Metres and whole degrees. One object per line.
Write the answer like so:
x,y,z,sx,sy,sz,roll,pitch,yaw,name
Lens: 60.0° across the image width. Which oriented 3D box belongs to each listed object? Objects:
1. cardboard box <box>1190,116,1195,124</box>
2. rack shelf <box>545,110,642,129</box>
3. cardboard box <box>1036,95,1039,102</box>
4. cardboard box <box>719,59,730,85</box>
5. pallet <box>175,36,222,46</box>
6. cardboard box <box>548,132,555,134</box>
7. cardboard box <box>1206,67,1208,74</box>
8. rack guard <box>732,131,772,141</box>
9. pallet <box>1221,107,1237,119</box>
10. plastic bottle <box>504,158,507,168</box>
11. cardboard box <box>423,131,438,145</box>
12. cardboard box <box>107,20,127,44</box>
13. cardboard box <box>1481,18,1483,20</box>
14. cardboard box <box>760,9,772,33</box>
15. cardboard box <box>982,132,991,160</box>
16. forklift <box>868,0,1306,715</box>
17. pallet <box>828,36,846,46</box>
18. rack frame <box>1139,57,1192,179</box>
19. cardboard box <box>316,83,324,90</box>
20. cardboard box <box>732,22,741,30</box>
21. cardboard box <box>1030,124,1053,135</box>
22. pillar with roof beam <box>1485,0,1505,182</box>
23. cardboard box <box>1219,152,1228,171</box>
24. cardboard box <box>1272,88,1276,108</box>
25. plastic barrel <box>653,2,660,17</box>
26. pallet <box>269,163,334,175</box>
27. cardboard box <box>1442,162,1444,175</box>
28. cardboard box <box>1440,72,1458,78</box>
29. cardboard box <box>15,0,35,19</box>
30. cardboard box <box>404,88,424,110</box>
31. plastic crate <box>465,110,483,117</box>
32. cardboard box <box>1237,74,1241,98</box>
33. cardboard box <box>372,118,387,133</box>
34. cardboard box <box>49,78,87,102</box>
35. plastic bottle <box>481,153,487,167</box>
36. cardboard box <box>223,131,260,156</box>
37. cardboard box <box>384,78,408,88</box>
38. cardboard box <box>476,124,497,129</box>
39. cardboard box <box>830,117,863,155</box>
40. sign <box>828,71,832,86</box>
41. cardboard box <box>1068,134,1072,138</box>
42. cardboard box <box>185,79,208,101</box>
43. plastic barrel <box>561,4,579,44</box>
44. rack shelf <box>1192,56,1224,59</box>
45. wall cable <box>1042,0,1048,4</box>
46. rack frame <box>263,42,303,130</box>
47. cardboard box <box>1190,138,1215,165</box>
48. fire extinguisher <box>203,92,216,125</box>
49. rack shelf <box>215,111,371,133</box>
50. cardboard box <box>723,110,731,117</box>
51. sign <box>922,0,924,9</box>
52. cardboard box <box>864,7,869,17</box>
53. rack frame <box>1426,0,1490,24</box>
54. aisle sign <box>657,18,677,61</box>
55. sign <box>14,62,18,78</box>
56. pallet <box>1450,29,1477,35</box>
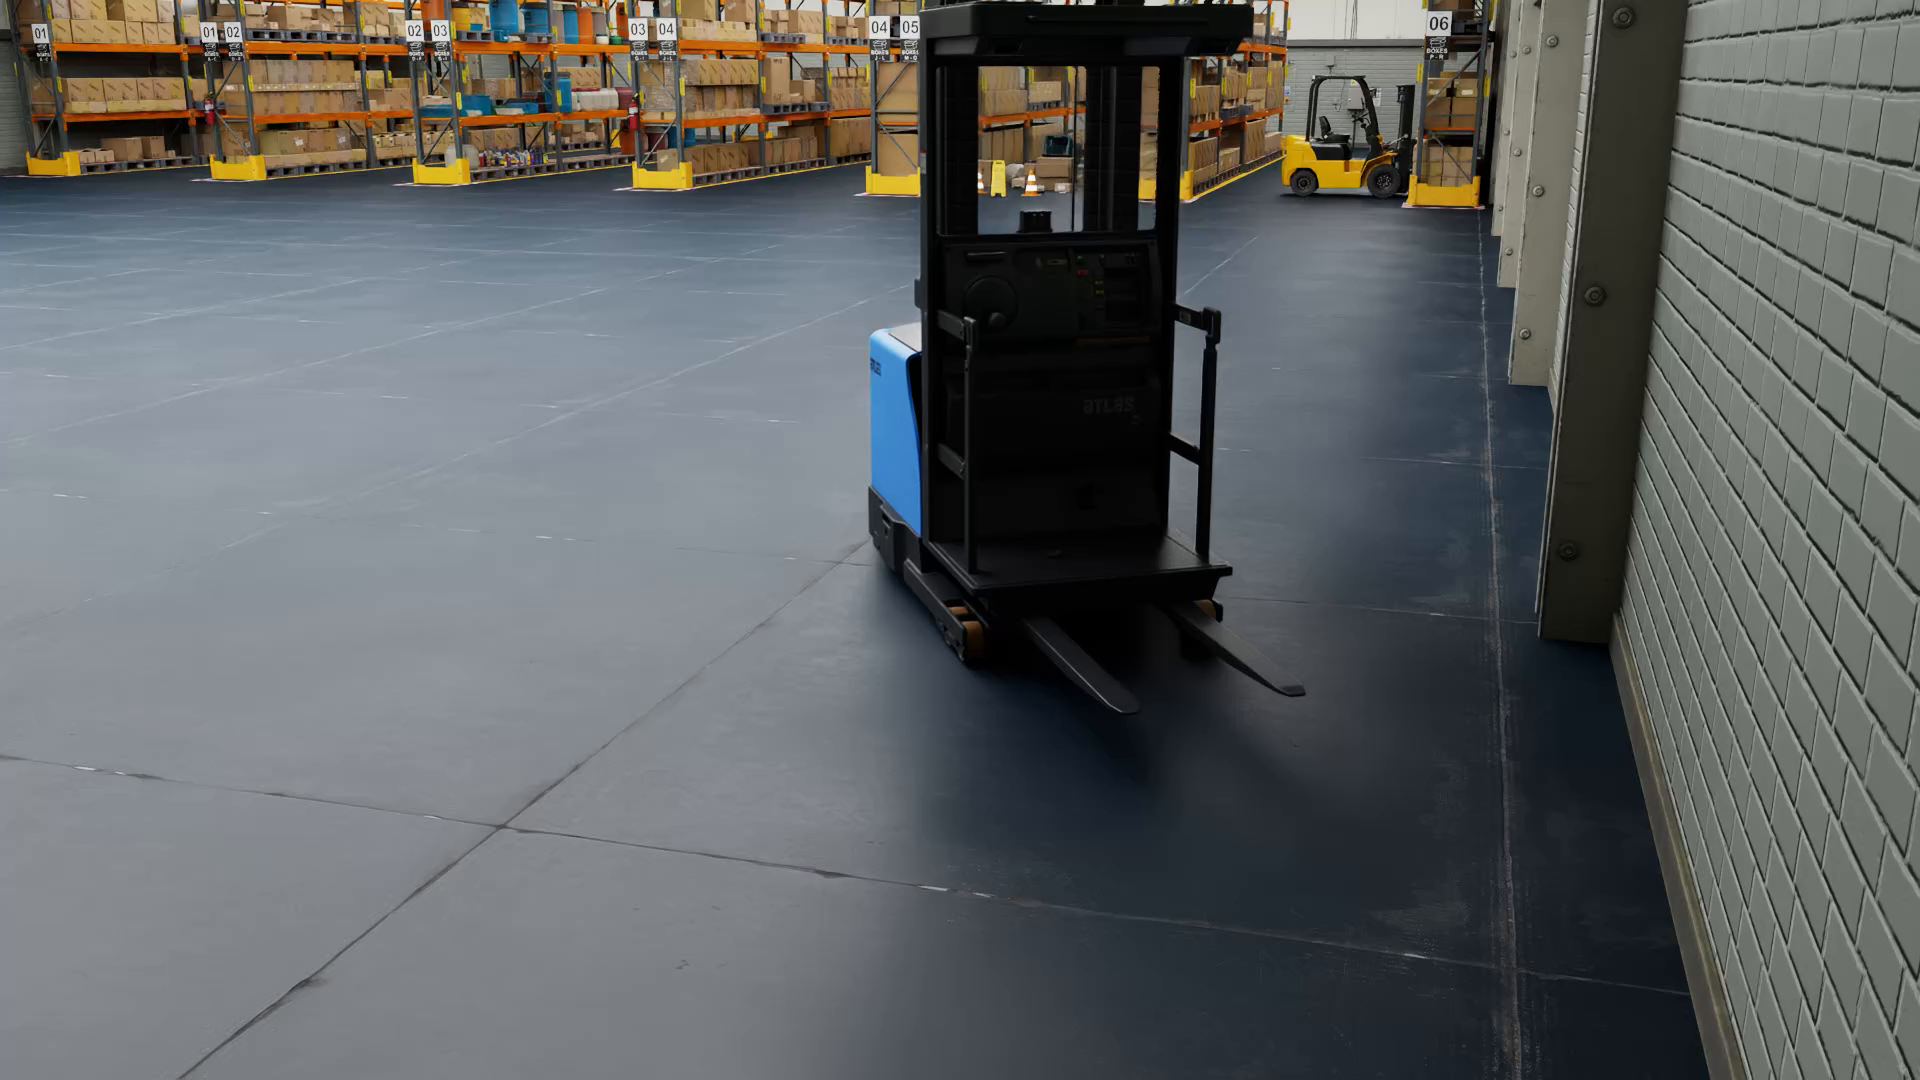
4.109,-7.710,30.476,0.380,0.149,0.250,4,16,14,cardboard box
-8.943,-10.004,39.422,1.077,0.370,4.000,5,16,16,rack shelf
1.650,-10.473,39.445,0.380,0.149,0.250,5,17,18,cardboard box
-5.056,-9.584,34.061,0.500,0.500,0.500,5,16,16,cardboard box
-18.732,-12.101,40.344,1.213,0.211,1.003,5,16,16,pallet
-11.883,-11.591,47.818,0.500,0.311,0.500,5,16,16,cardboard box
5.772,-10.406,37.503,0.500,0.500,0.500,4,16,14,cardboard box
-6.106,-11.771,48.914,1.175,0.500,0.348,5,16,16,rack guard
5.096,-8.771,34.107,1.003,0.211,1.213,5,16,16,pallet
-9.804,-8.123,35.794,0.097,0.201,0.097,0,16,0,plastic bottle
-13.323,-9.983,41.271,0.500,0.311,0.500,5,16,16,cardboard box
-19.349,-11.534,37.778,0.500,0.500,0.500,6,17,19,cardboard box
10.676,-10.749,34.553,0.500,0.250,0.500,5,16,16,cardboard box
-4.534,-11.253,36.051,0.797,0.503,0.637,4,16,13,cardboard box
0.055,-8.321,35.522,1.050,0.750,0.750,5,16,16,cardboard box
0.445,-1.044,6.638,1.130,2.935,3.031,-4,16,-15,forklift
-3.493,-12.014,40.039,1.213,0.211,1.003,5,17,18,pallet
3.602,-7.628,29.726,1.000,3.000,0.127,5,16,16,rack frame
-14.493,-10.153,37.254,0.380,0.149,0.250,5,17,17,cardboard box
-4.783,-10.689,34.565,0.380,0.149,0.250,4,16,14,cardboard box
1.973,-9.998,40.518,0.500,0.250,0.500,4,16,13,cardboard box
7.002,-12.146,34.661,9.100,9.000,0.400,5,16,16,pillar with roof beam
5.087,-7.938,34.865,0.950,0.372,0.625,6,17,19,cardboard box
7.691,-11.179,42.062,0.500,0.500,0.500,5,17,16,cardboard box
-7.576,-13.348,42.707,0.600,0.901,0.708,5,16,16,plastic barrel
-14.870,-8.346,37.366,1.003,0.211,1.213,5,16,16,pallet
8.354,-6.646,29.616,0.500,0.250,0.500,4,16,15,cardboard box
12.096,-11.372,41.280,0.500,0.500,0.500,5,17,17,cardboard box
-20.274,-11.664,36.405,0.500,0.500,0.500,5,17,18,cardboard box
-13.584,-10.867,40.960,0.500,0.500,0.500,4,16,13,cardboard box
-10.085,-8.863,34.563,0.298,0.136,0.250,5,16,16,plastic crate
5.735,-9.706,35.552,0.500,0.500,0.500,3,16,12,cardboard box
-16.796,-11.676,47.168,0.750,0.750,0.750,5,17,17,cardboard box
-19.722,-9.949,36.772,0.500,0.500,0.500,5,16,16,cardboard box
-10.346,-8.256,36.110,0.061,0.283,0.133,5,16,16,plastic bottle
-15.529,-8.569,35.939,0.500,0.500,0.500,5,16,16,cardboard box
-16.566,-12.973,48.022,0.980,0.700,0.700,5,17,17,cardboard box
-12.783,-11.175,44.630,0.500,0.250,0.500,4,16,15,cardboard box
-3.149,-10.081,41.498,1.225,0.875,0.875,5,16,16,cardboard box
-3.103,-10.969,39.528,0.100,0.325,0.005,5,16,16,sign
2.670,-10.383,42.804,0.380,0.149,0.250,5,17,19,cardboard box
-18.832,-10.986,40.574,0.700,0.500,0.500,5,16,16,cardboard box
-9.203,-12.003,38.736,0.600,0.901,0.708,5,16,16,plastic barrel
4.171,-9.248,31.260,1.077,0.370,4.000,5,16,16,rack shelf
3.559,-18.228,50.209,2.277,5.999,0.120,5,16,16,wall cable
-17.873,-11.642,43.877,1.000,3.000,0.127,5,16,16,rack frame
4.686,-7.606,32.542,0.500,0.500,0.500,5,17,17,cardboard box
-15.875,-9.134,35.176,0.296,0.674,0.183,5,16,16,fire extinguisher
-14.827,-9.343,37.090,1.077,0.370,4.000,5,16,16,rack shelf
-4.982,-8.852,34.501,0.380,0.149,0.250,5,16,16,cardboard box
-0.642,-9.843,30.289,0.100,0.325,0.005,5,16,16,sign
-2.215,-13.884,43.773,0.500,0.250,0.500,4,16,12,cardboard box
8.363,-10.130,27.554,1.000,3.000,0.127,5,16,16,rack frame
-5.629,-9.608,31.941,0.394,0.787,0.004,5,16,16,aisle sign
-20.673,-10.306,36.467,0.100,0.325,0.005,5,16,16,sign
9.737,-9.873,32.496,0.805,0.209,1.217,4,16,14,pallet
